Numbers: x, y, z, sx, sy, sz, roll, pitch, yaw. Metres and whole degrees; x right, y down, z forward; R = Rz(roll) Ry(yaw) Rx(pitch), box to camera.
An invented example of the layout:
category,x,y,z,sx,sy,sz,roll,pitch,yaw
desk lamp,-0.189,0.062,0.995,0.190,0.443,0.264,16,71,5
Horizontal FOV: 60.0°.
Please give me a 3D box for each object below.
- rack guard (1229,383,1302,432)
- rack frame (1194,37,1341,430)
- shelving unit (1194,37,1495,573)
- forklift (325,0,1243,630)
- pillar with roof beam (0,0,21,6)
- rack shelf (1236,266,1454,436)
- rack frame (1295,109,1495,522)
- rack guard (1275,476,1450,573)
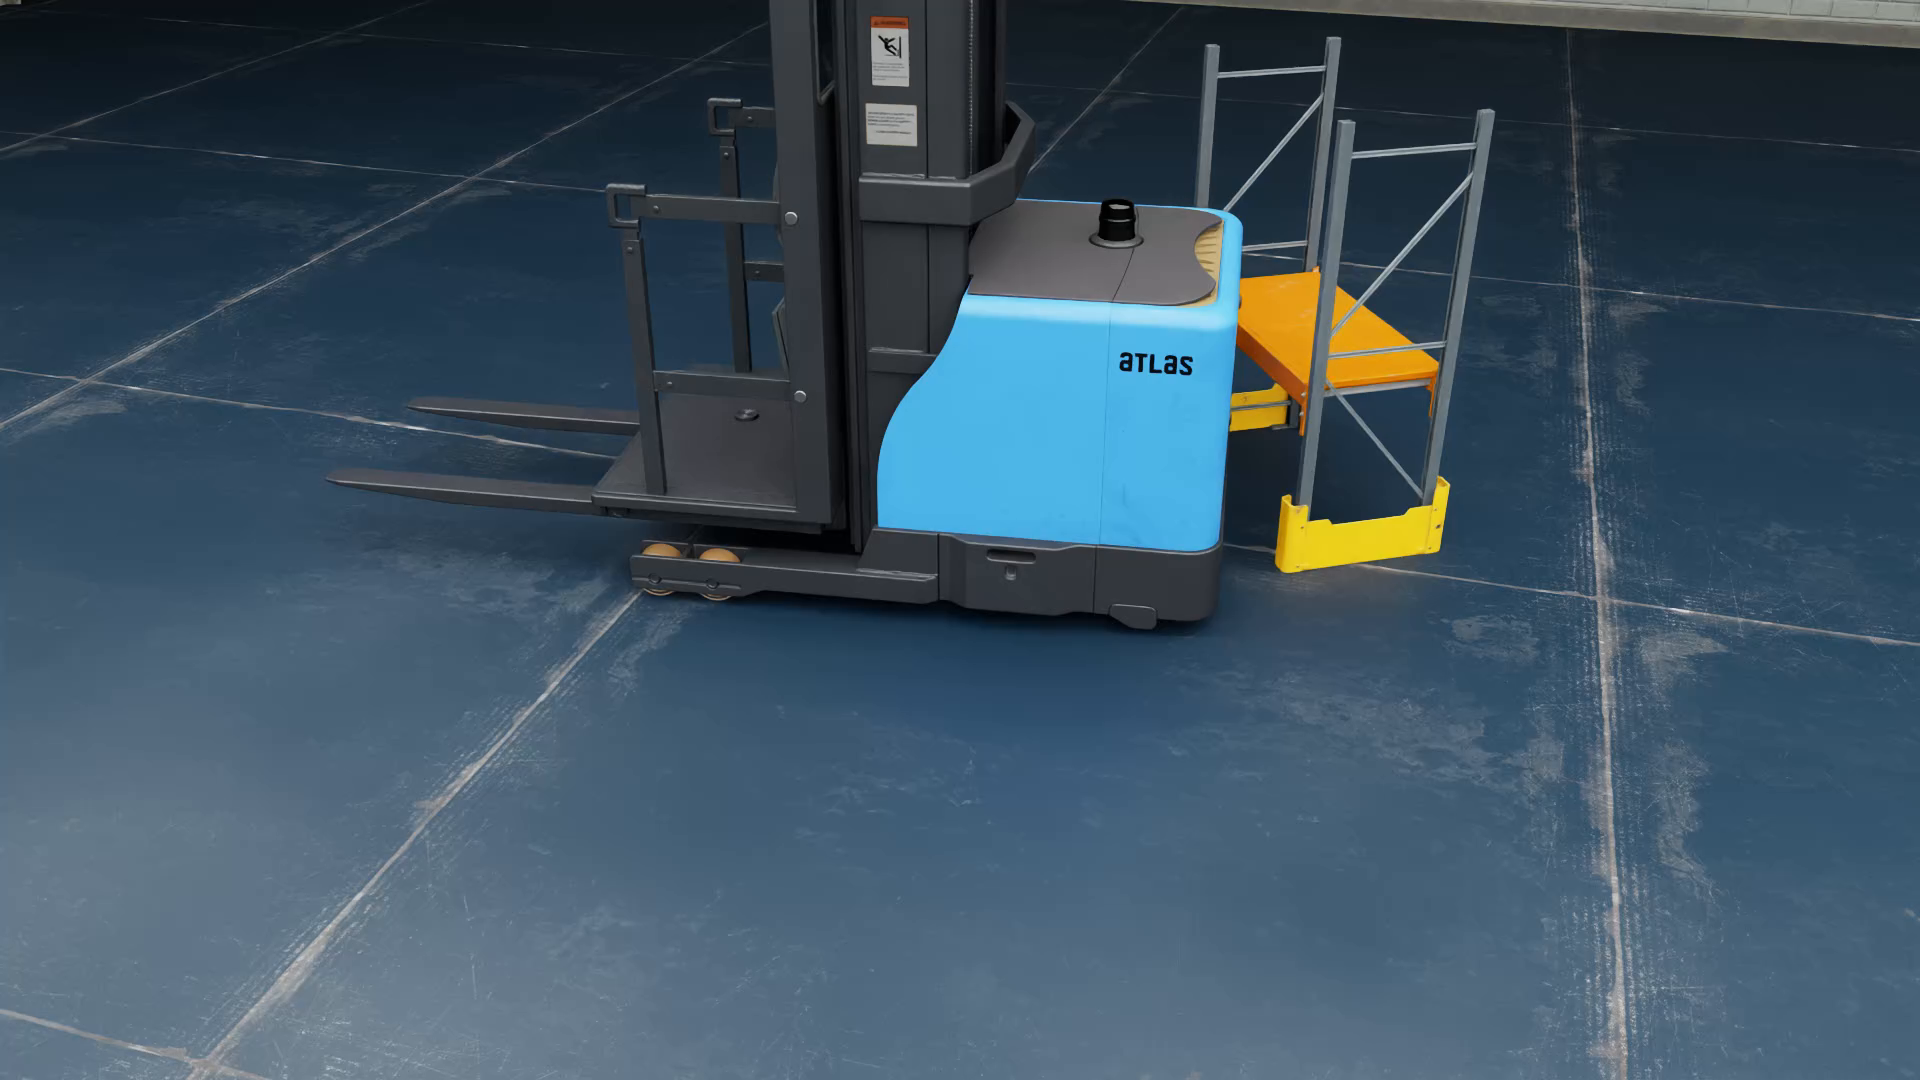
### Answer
category,x,y,z,sx,sy,sz,roll,pitch,yaw
rack guard,1.094,-0.521,6.429,0.587,0.250,0.087,-7,30,-13
rack frame,1.090,-1.076,6.142,0.500,1.500,0.032,-7,30,-13
shelving unit,1.223,-0.833,5.705,0.587,1.500,1.083,-7,30,-13
forklift,-0.618,-1.331,5.128,3.031,2.935,1.130,5,29,8
pillar with roof beam,-3.818,-7.673,10.286,9.100,9.000,0.400,8,30,15
rack shelf,1.221,-0.680,5.800,0.538,0.185,1.000,-7,30,-13
rack frame,1.352,-0.599,5.283,0.500,1.500,0.032,-7,30,-13
rack guard,1.351,-0.053,5.588,0.587,0.250,0.087,-7,30,-13
